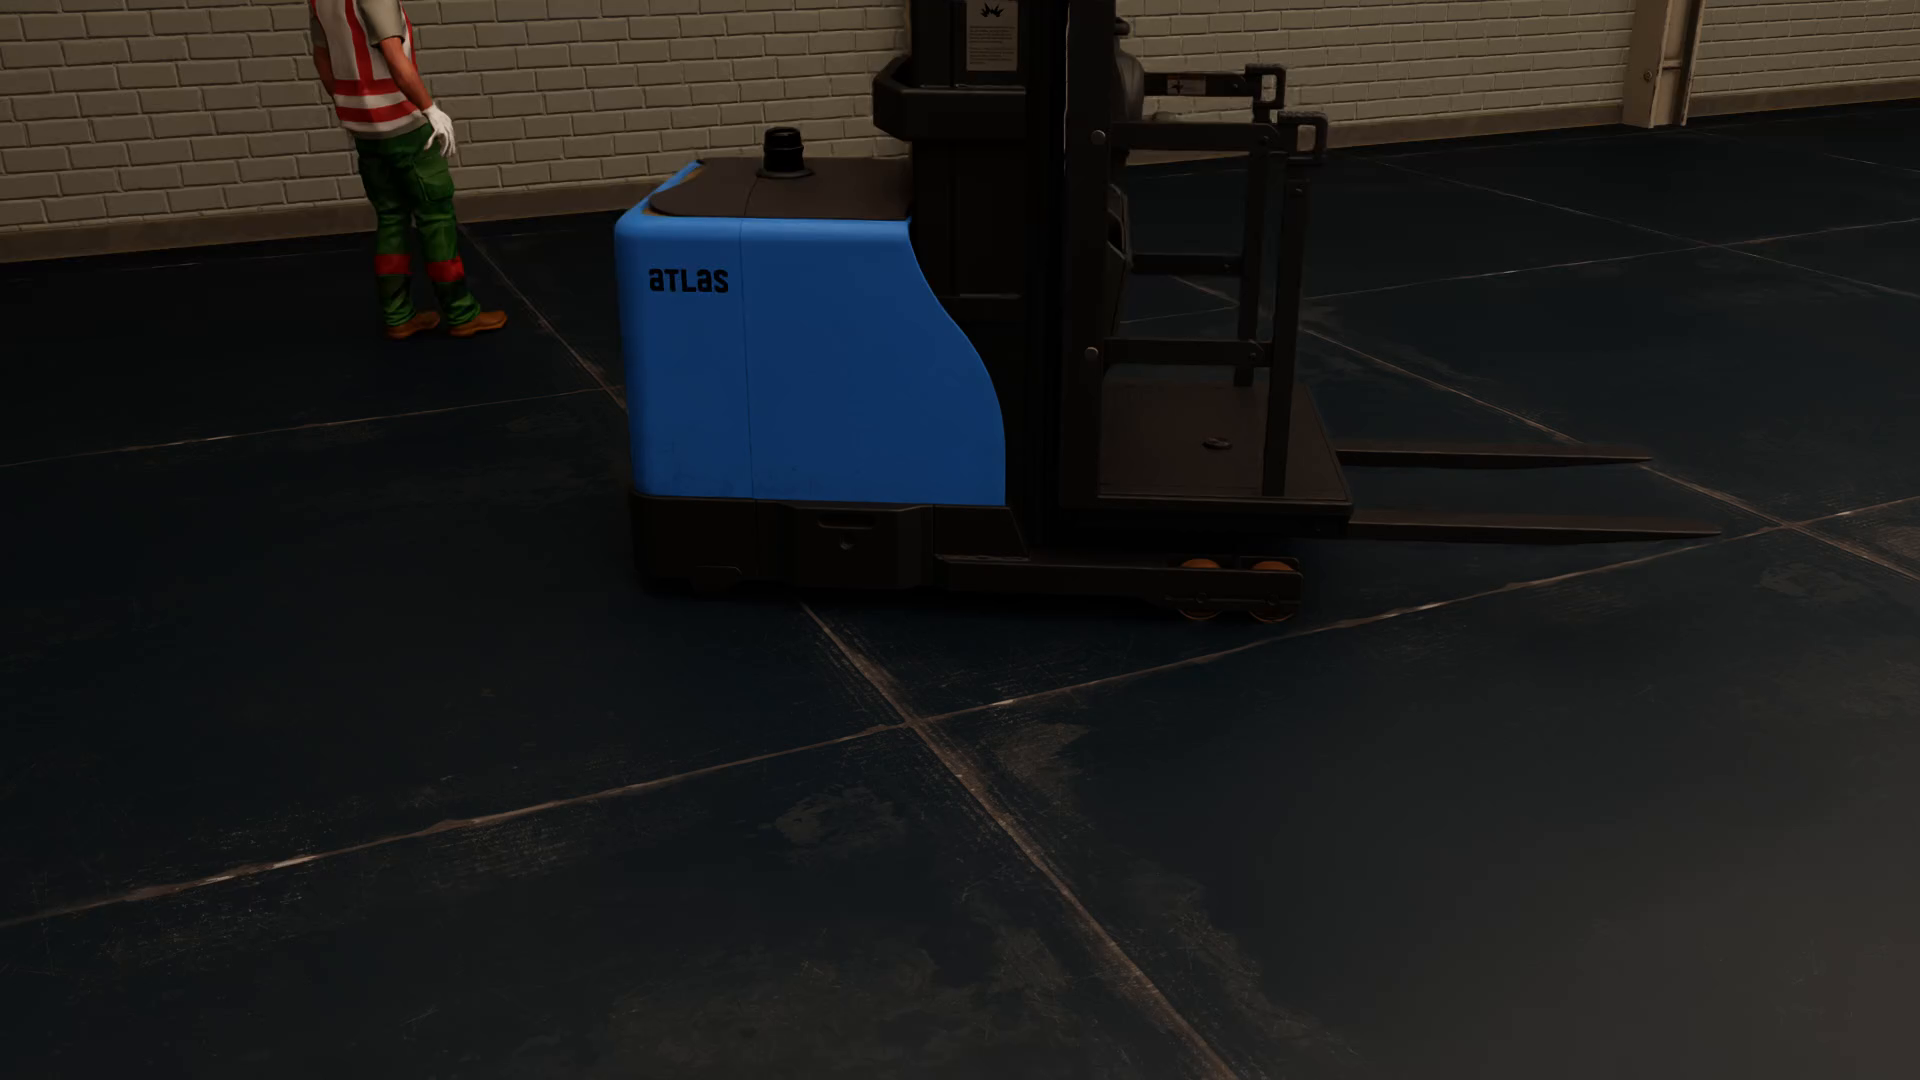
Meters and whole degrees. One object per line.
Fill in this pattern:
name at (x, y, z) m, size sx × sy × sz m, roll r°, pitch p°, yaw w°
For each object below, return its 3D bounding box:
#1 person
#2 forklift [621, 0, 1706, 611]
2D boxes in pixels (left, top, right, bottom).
person at (-2.319, -1.748, 6.980) m, size 0.695 × 1.793 × 0.546 m, roll 15°, pitch 27°, yaw 32°
forklift at (0.614, -1.361, 4.561) m, size 3.031 × 2.935 × 1.130 m, roll 0°, pitch 23°, yaw -1°
